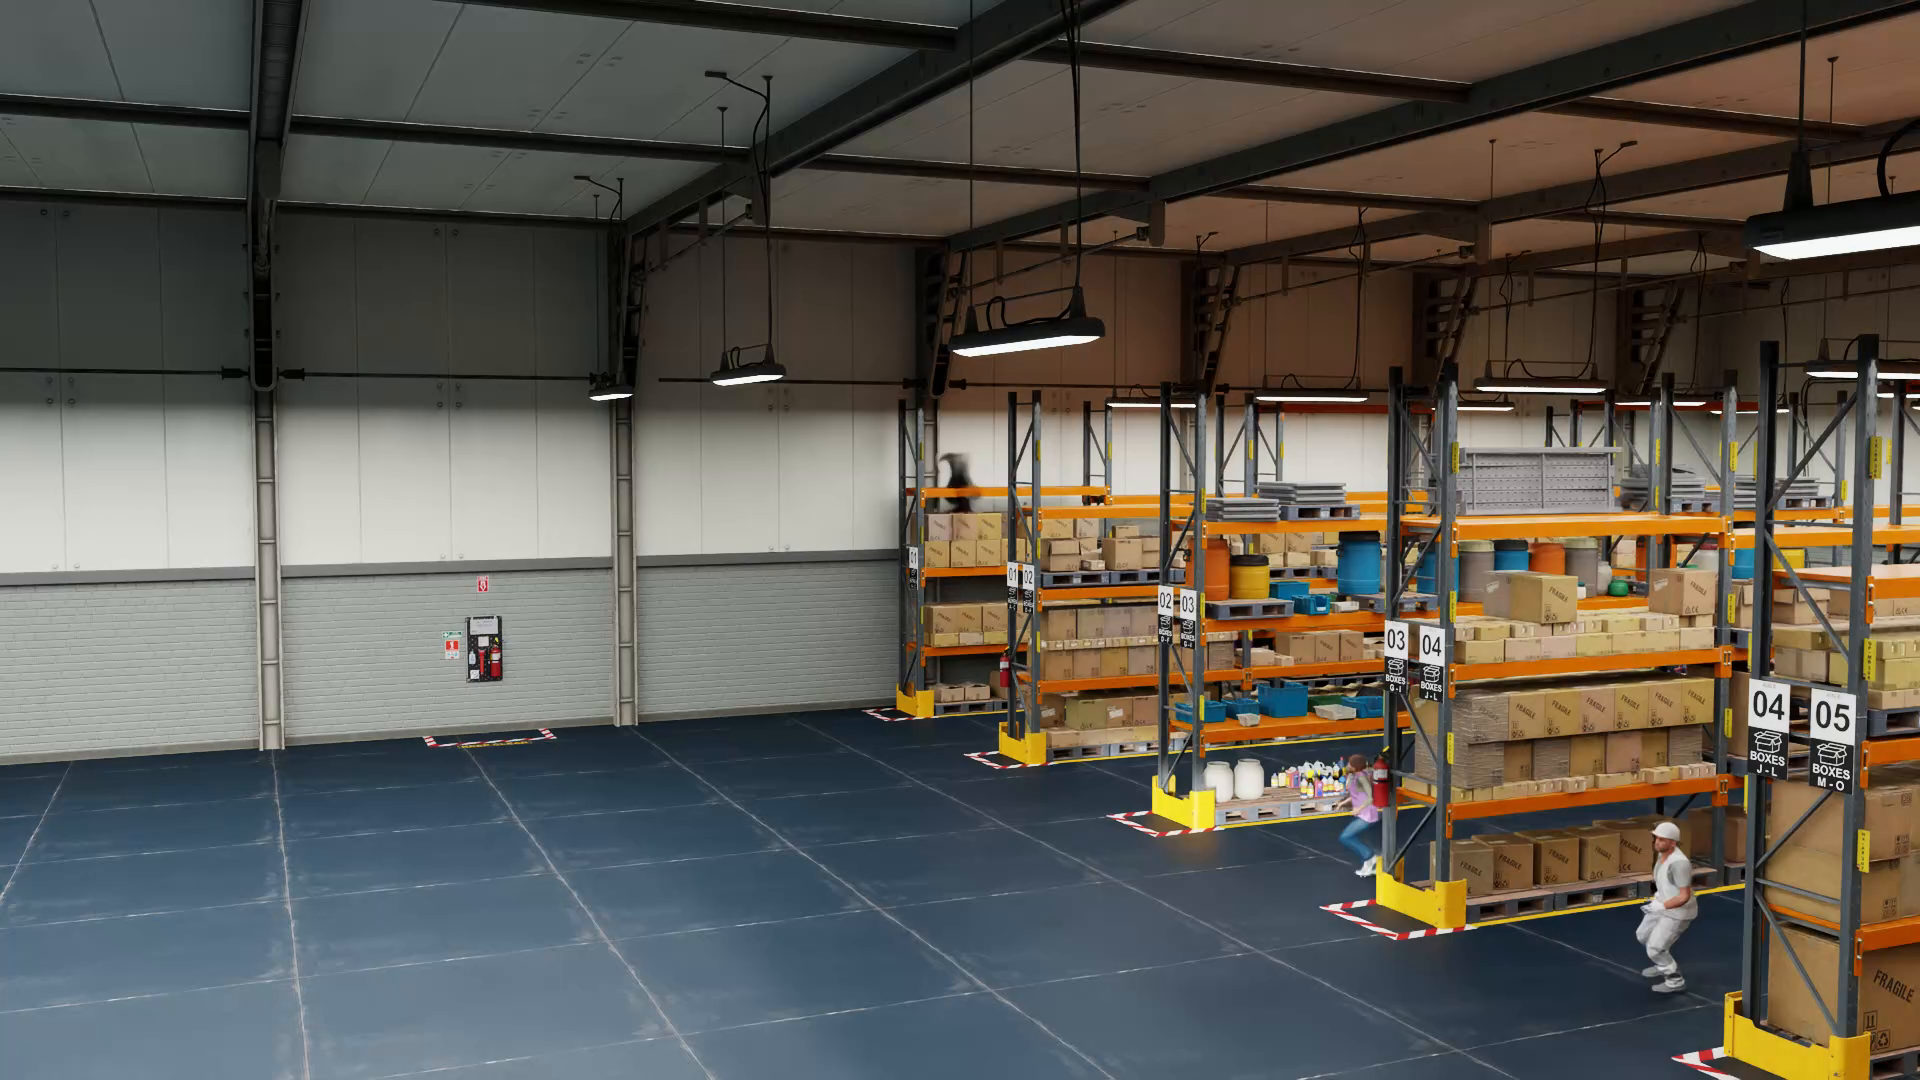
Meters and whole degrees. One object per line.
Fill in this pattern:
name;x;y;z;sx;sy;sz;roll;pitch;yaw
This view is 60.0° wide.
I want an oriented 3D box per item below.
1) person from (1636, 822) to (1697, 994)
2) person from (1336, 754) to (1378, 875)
person;6.536;3.422;15.488;0.541;1.681;0.926;0;3;4
person;4.734;3.270;19.655;0.538;1.512;0.624;0;3;0
